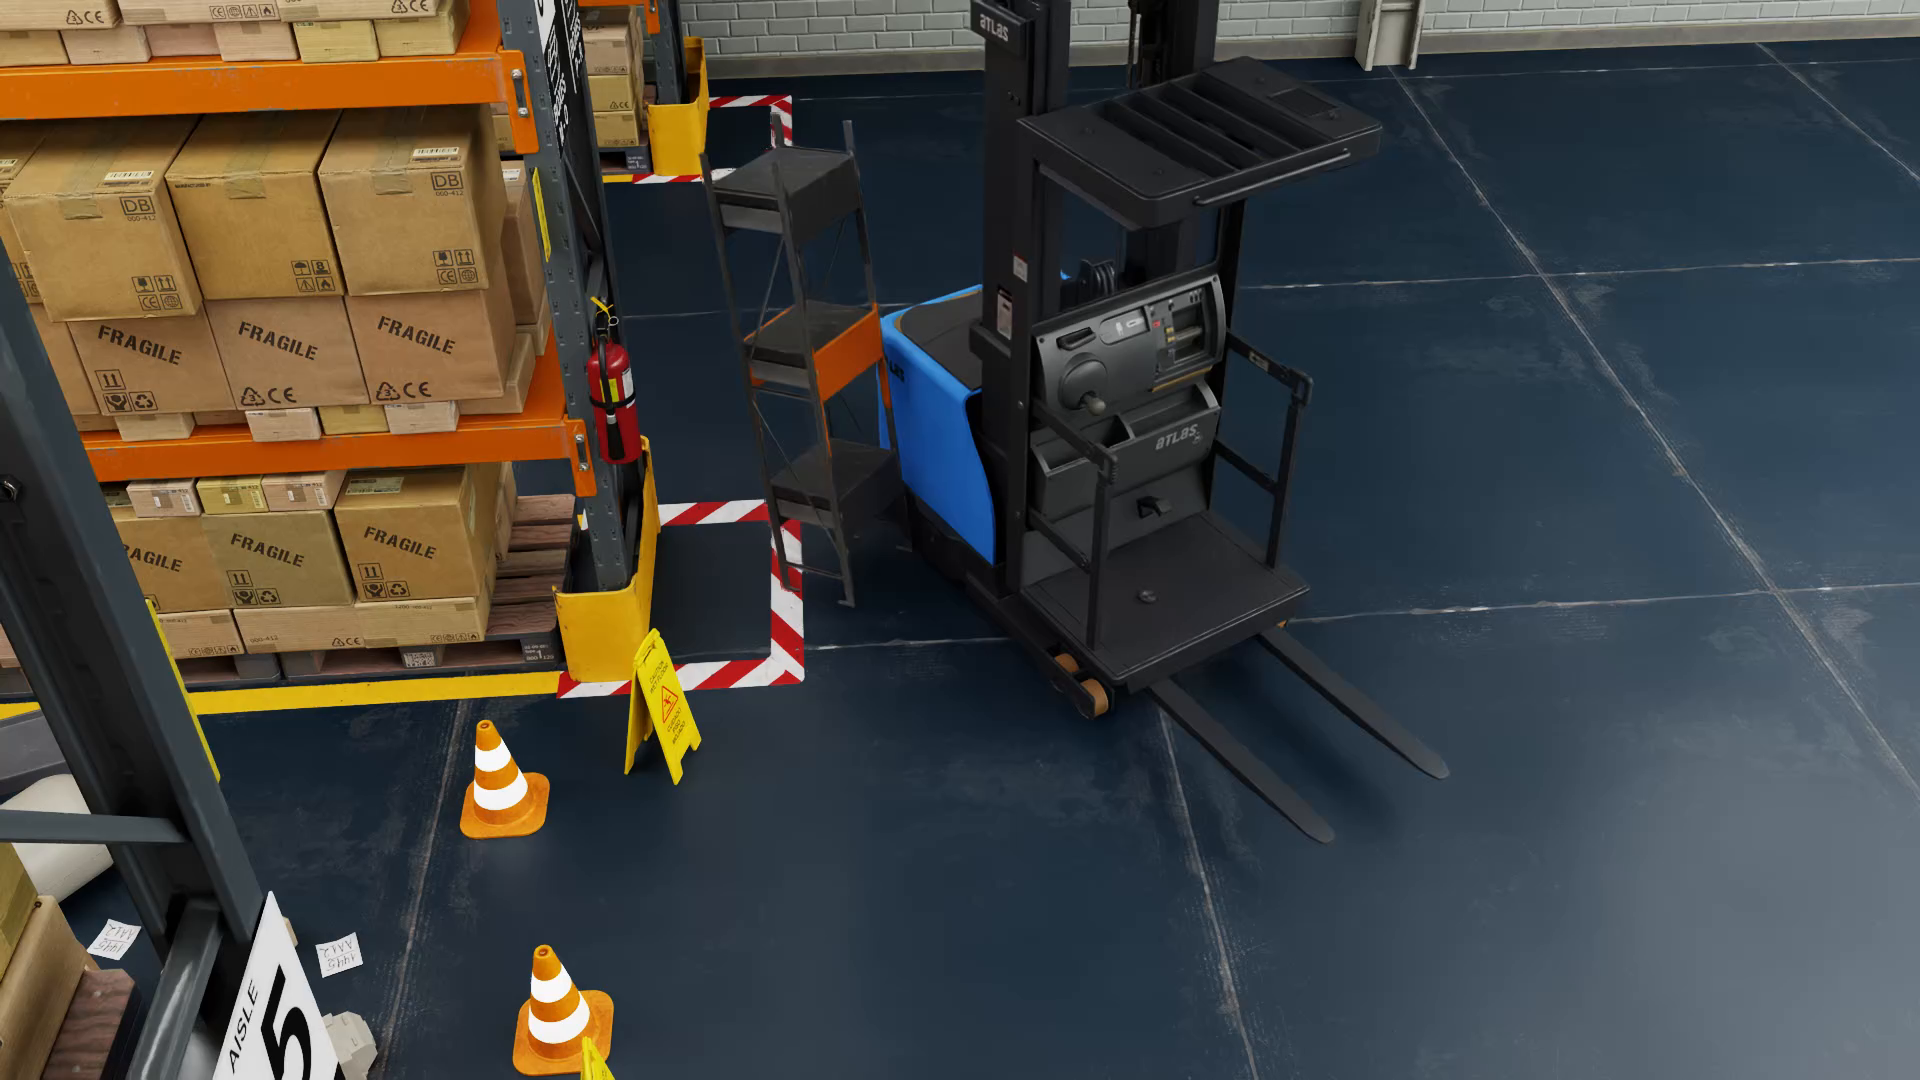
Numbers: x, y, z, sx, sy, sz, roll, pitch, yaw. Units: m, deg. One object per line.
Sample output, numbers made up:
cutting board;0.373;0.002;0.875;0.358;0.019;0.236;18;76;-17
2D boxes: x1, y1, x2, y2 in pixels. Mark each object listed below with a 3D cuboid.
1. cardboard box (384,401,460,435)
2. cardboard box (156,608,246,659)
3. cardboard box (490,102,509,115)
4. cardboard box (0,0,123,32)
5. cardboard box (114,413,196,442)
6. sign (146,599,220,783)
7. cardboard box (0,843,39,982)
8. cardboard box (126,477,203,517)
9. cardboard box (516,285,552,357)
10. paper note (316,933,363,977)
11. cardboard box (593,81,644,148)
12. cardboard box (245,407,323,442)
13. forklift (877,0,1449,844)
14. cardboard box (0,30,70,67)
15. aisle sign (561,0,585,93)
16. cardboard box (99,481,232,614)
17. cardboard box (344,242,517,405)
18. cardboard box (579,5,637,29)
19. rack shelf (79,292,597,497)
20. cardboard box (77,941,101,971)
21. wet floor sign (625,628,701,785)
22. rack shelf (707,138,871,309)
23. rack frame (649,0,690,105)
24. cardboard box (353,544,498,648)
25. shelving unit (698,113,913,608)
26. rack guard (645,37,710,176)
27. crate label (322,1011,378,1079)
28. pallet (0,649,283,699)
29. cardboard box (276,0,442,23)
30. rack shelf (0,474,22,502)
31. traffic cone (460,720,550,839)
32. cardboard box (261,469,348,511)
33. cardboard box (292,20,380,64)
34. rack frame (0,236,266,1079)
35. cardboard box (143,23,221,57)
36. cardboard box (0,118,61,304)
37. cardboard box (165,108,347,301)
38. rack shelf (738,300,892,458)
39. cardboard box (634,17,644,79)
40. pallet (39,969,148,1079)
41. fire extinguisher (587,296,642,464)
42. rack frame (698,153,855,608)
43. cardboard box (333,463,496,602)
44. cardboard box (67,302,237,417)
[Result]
cardboard box;-2.115;-0.589;6.600;0.250;0.149;0.380;-4;38;-5
cardboard box;-3.338;0.258;7.204;0.500;0.250;0.500;-4;38;-6
cardboard box;-2.920;-3.026;10.963;0.500;0.250;0.500;-3;38;-4
cardboard box;-3.022;-1.905;5.524;0.500;0.250;0.500;-2;38;-3
cardboard box;-3.141;-0.558;6.560;0.250;0.149;0.380;-4;38;-4
sign;-1.023;0.232;2.166;0.005;0.325;0.100;-3;38;-4
cardboard box;-1.483;0.555;1.987;0.500;0.250;0.500;-3;38;-4
cardboard box;-3.167;-0.265;6.738;0.250;0.149;0.380;-2;38;-2
cardboard box;-1.876;-0.933;7.035;0.250;0.149;0.380;-3;38;-4
paper note;-2.284;1.523;6.117;0.142;0.019;0.148;-16;41;-19
cardboard box;-2.403;-2.849;11.142;0.500;0.250;0.500;-3;38;-4
cardboard box;-2.626;-0.555;6.557;0.250;0.149;0.380;-3;38;-3
forklift;0.822;-0.728;6.628;1.130;2.935;3.031;-22;43;-25
cardboard box;-3.128;-1.756;5.657;0.250;0.149;0.380;-4;38;-5
aisle sign;-1.485;-2.138;6.261;0.004;0.787;0.394;-3;38;-4
cardboard box;-3.317;-0.043;6.981;0.500;0.500;0.500;-4;38;-5
cardboard box;-2.035;-0.879;6.443;0.500;0.500;0.500;-4;38;-5
cardboard box;-2.458;-3.553;11.227;0.500;0.250;0.500;-4;38;-5
rack shelf;-3.511;-0.530;6.903;4.000;0.370;1.077;-3;38;-4
cardboard box;-3.044;1.716;5.491;0.797;0.503;0.637;32;48;34
wet floor sign;-1.235;0.652;6.725;0.232;0.644;0.267;9;39;12
rack shelf;-0.706;-1.320;6.903;0.431;0.518;0.480;13;38;29
rack frame;-1.963;-3.985;10.701;0.127;3.000;1.000;-3;38;-4
cardboard box;-2.324;0.204;7.273;0.500;0.250;0.500;-3;38;-4
shelving unit;-0.633;-0.743;7.268;0.431;2.100;0.503;13;38;29
rack guard;-1.939;-3.005;11.477;0.348;0.500;1.175;-3;38;-4
crate label;-2.174;1.769;5.720;0.298;0.136;0.250;-24;44;-27
pallet;-3.620;0.264;7.567;1.213;0.211;1.003;-3;38;-4
cardboard box;-2.005;-1.964;5.598;0.500;0.250;0.500;-4;38;-5
rack shelf;-2.972;0.320;1.305;4.000;0.370;1.077;-3;38;-4
traffic cone;-1.833;0.893;6.567;0.334;0.463;0.336;-3;38;-4
cardboard box;-2.654;-0.290;6.770;0.250;0.149;0.380;-2;38;-3
cardboard box;-2.095;-1.775;5.682;0.250;0.149;0.380;-3;38;-4
rack frame;-0.980;-0.229;1.097;0.127;3.000;1.000;-3;38;-4
cardboard box;-2.621;-1.809;5.724;0.250;0.149;0.380;-3;38;-4
cardboard box;-3.521;-1.252;6.109;0.500;0.500;0.700;-3;38;-4
cardboard box;-2.513;-1.285;6.151;0.500;0.500;0.700;-3;38;-4
rack shelf;-0.632;-0.731;7.275;0.431;0.518;0.480;13;38;29
cardboard box;-2.449;-3.369;11.397;0.500;0.250;0.500;-2;38;-3
pallet;-1.718;1.031;1.994;1.213;0.211;1.003;-3;38;-4
fire extinguisher;-1.364;-0.614;6.491;0.183;0.674;0.296;-3;38;-4
rack frame;-0.760;-0.620;7.099;0.400;2.100;0.015;13;38;29
cardboard box;-2.294;-0.097;7.049;0.500;0.500;0.500;-3;38;-4
cardboard box;-3.033;-0.829;6.380;0.500;0.500;0.500;-3;38;-4
